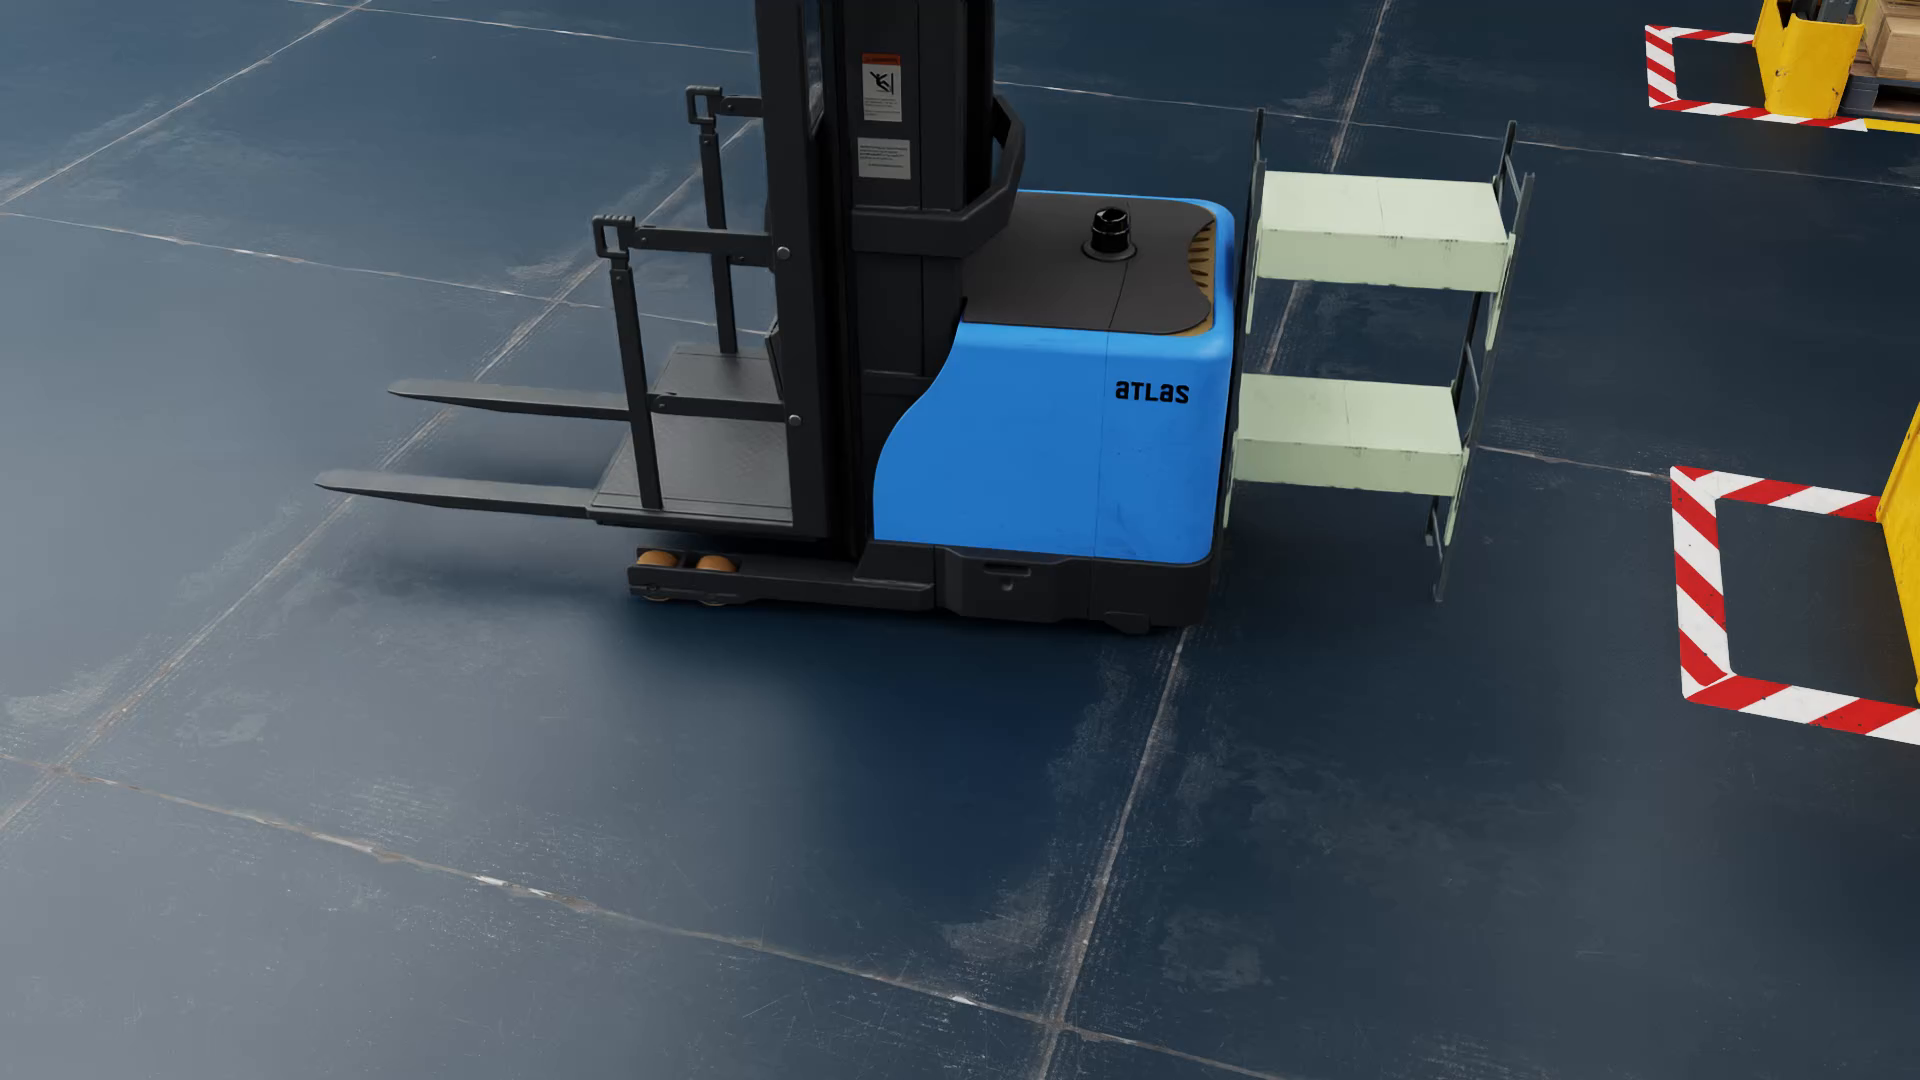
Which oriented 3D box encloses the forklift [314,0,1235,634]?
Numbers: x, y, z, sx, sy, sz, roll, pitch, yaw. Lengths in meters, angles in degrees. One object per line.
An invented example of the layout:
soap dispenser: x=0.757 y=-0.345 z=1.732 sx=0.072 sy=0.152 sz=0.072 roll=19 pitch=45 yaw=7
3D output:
forklift: x=-0.649 y=-1.268 z=5.000 sx=3.031 sy=2.935 sz=1.130 roll=5 pitch=37 yaw=6

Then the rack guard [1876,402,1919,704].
rack guard: x=3.248 y=0.028 z=5.291 sx=0.348 sy=0.500 sz=1.175 roll=10 pitch=38 yaw=14

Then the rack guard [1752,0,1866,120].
rack guard: x=4.619 y=-2.765 z=9.086 sx=0.348 sy=0.500 sz=1.175 roll=10 pitch=38 yaw=14

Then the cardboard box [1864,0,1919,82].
cardboard box: x=5.087 y=-2.609 z=8.730 sx=0.500 sy=0.250 sz=0.500 roll=10 pitch=38 yaw=14

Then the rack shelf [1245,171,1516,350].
rack shelf: x=1.237 y=-0.858 z=4.991 sx=0.720 sy=0.370 sz=0.431 roll=5 pitch=37 yaw=6

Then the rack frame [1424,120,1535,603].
rack frame: x=1.600 y=-0.514 z=5.183 sx=0.023 sy=1.500 sz=0.400 roll=5 pitch=37 yaw=6

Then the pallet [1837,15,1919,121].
pallet: x=5.384 y=-2.533 z=9.014 sx=1.213 sy=0.211 sz=1.003 roll=10 pitch=38 yaw=14

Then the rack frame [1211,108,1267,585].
rack frame: x=0.875 y=-0.573 z=5.263 sx=0.023 sy=1.500 sz=0.400 roll=5 pitch=37 yaw=6

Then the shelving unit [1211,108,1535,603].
shelving unit: x=1.237 y=-0.543 z=5.223 sx=0.755 sy=1.500 sz=0.431 roll=5 pitch=37 yaw=6

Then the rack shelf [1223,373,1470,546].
rack shelf: x=1.237 y=-0.281 z=5.416 sx=0.720 sy=0.370 sz=0.431 roll=5 pitch=37 yaw=6

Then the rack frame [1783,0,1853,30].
rack frame: x=4.642 y=-3.768 z=8.339 sx=0.127 sy=3.000 sz=1.000 roll=10 pitch=38 yaw=14

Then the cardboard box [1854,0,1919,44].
cardboard box: x=5.242 y=-2.902 z=9.128 sx=0.500 sy=0.250 sz=0.500 roll=10 pitch=38 yaw=14
